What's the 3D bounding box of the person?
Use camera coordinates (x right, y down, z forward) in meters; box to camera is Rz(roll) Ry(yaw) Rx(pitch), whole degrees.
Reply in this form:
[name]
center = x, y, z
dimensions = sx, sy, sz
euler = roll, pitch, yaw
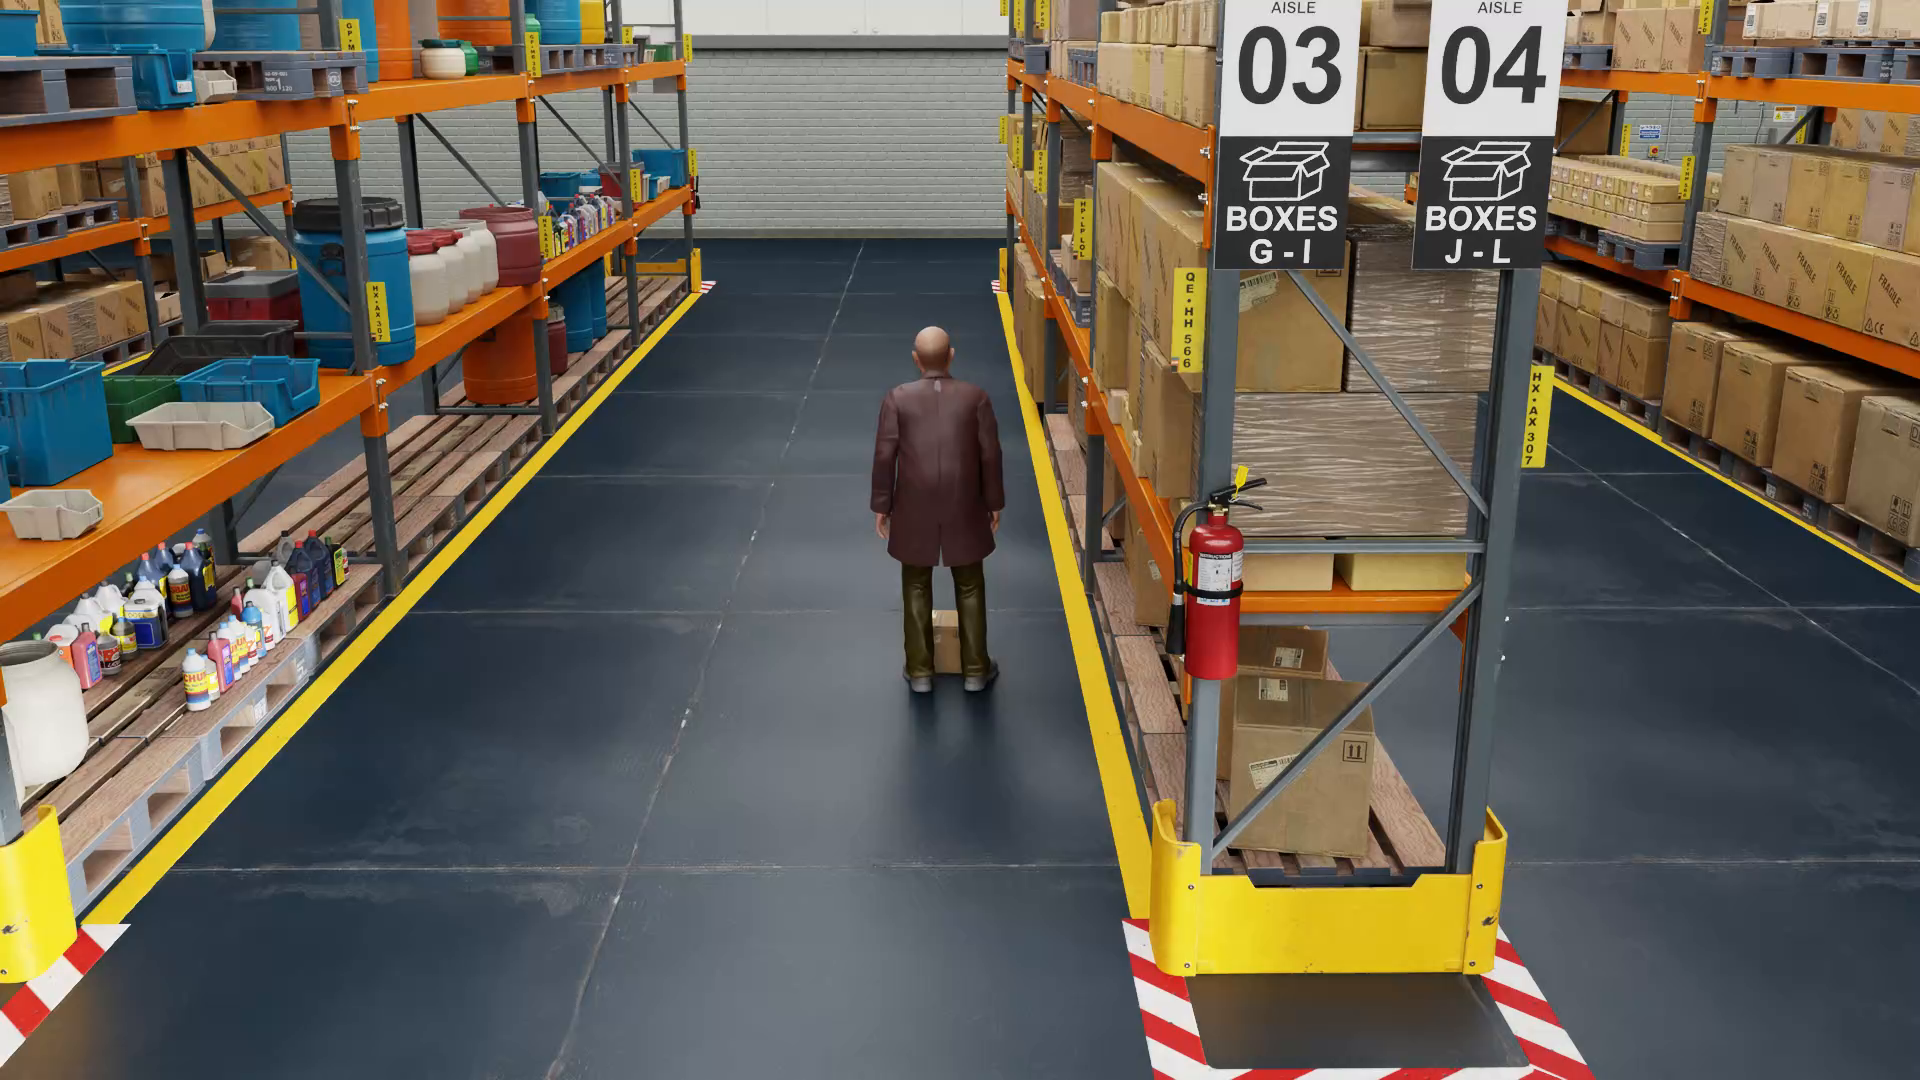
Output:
[person]
center = -0.107, -0.141, 8.033
dimensions = 0.655, 1.775, 0.419
euler = -1, 17, -2
